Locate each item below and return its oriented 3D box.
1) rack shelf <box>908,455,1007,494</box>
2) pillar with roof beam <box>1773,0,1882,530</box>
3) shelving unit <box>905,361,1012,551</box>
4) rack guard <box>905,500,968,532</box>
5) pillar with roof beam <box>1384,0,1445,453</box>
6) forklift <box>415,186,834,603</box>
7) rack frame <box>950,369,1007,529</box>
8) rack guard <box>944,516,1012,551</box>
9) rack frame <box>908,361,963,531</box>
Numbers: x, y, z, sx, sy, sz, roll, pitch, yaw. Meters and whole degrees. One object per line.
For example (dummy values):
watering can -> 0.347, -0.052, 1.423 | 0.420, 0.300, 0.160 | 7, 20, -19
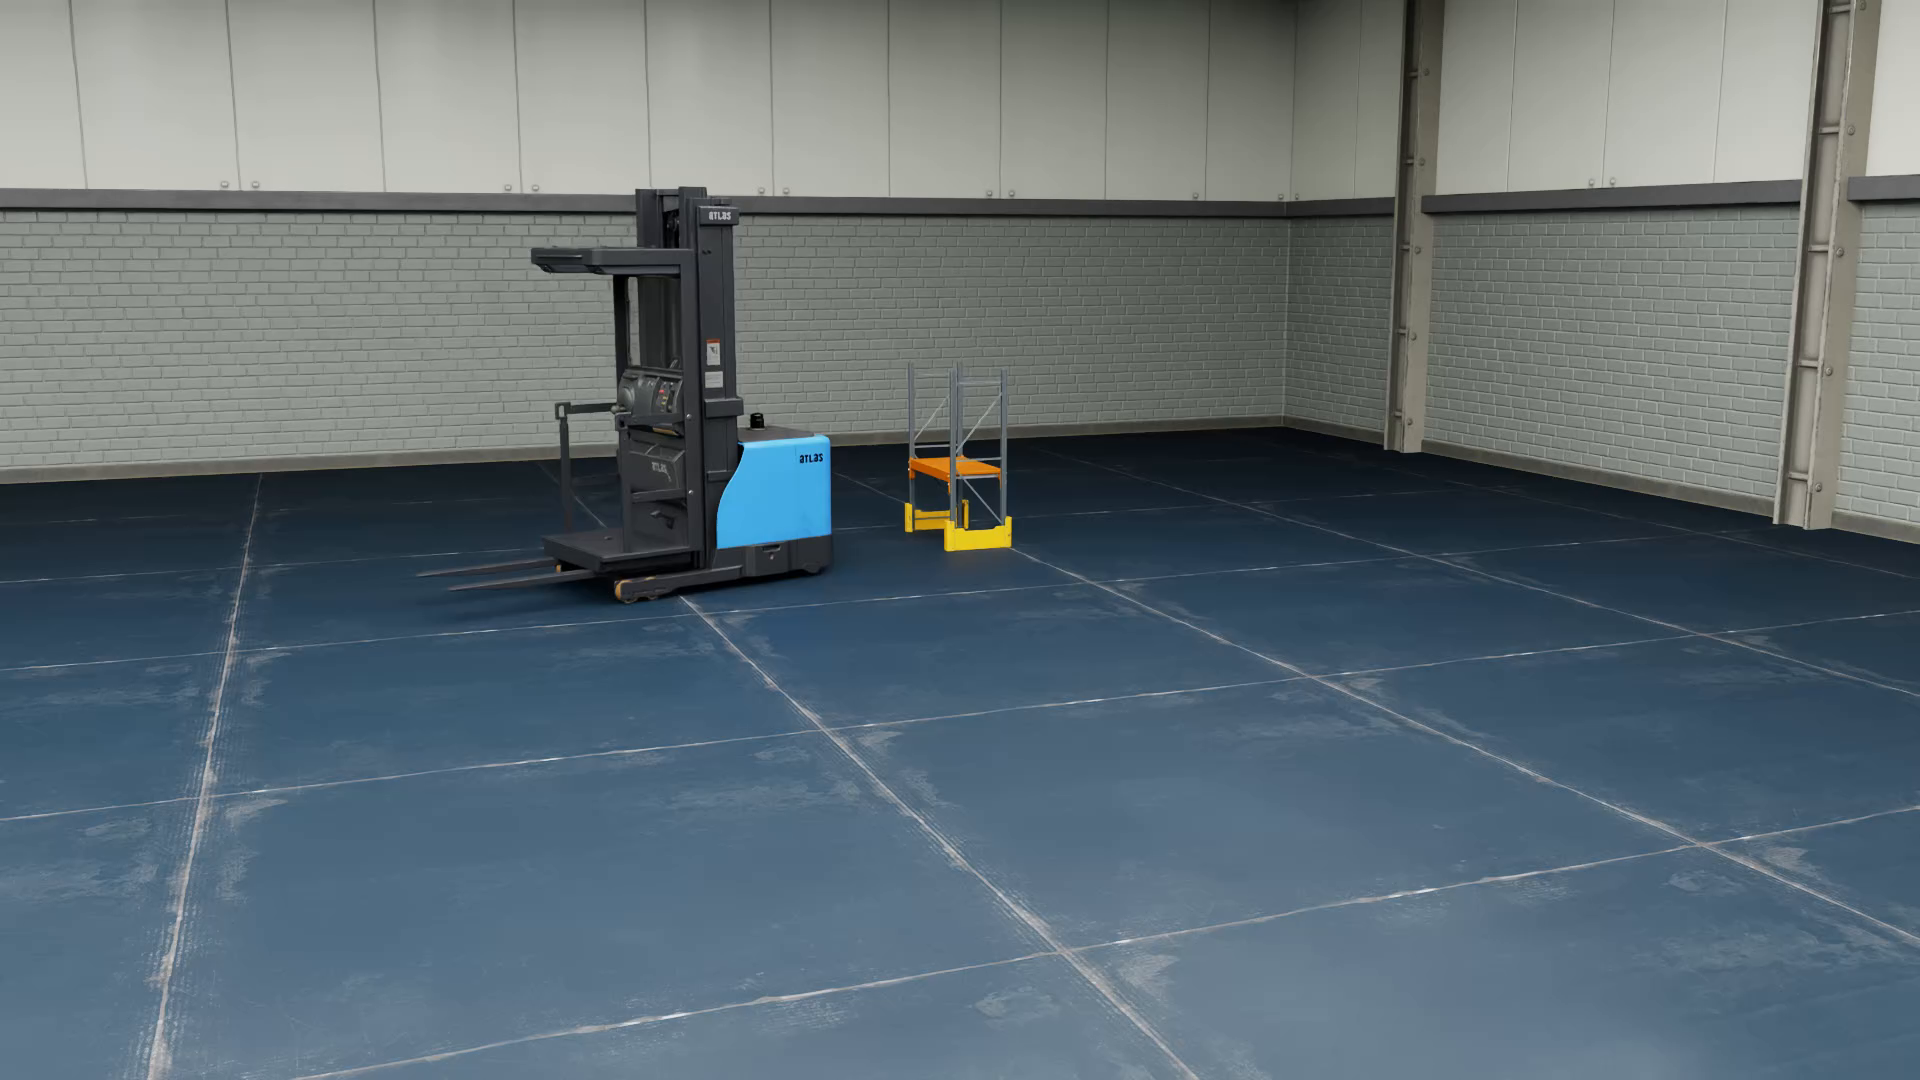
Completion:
rack shelf -> -0.031, -0.575, 14.399 | 0.538, 0.185, 1.000 | -4, 11, -21
pillar with roof beam -> 3.672, -4.290, 12.843 | 9.100, 9.000, 0.400 | -4, 11, -21
shelving unit -> -0.028, -0.751, 14.359 | 0.587, 1.500, 1.083 | -4, 11, -21
rack guard -> -0.208, -0.217, 14.925 | 0.587, 0.250, 0.087 | -4, 11, -21
pillar with roof beam -> 1.498, -5.269, 18.349 | 9.100, 9.000, 0.400 | -4, 11, -21
forklift -> -2.461, -1.095, 12.206 | 3.031, 2.935, 1.130 | -8, 13, -37
rack frame -> 0.153, -0.669, 13.901 | 0.500, 1.500, 0.032 | -4, 11, -21
rack guard -> 0.153, -0.054, 14.011 | 0.587, 0.250, 0.087 | -4, 11, -21
rack frame -> -0.215, -0.835, 14.834 | 0.500, 1.500, 0.032 | -4, 11, -21
